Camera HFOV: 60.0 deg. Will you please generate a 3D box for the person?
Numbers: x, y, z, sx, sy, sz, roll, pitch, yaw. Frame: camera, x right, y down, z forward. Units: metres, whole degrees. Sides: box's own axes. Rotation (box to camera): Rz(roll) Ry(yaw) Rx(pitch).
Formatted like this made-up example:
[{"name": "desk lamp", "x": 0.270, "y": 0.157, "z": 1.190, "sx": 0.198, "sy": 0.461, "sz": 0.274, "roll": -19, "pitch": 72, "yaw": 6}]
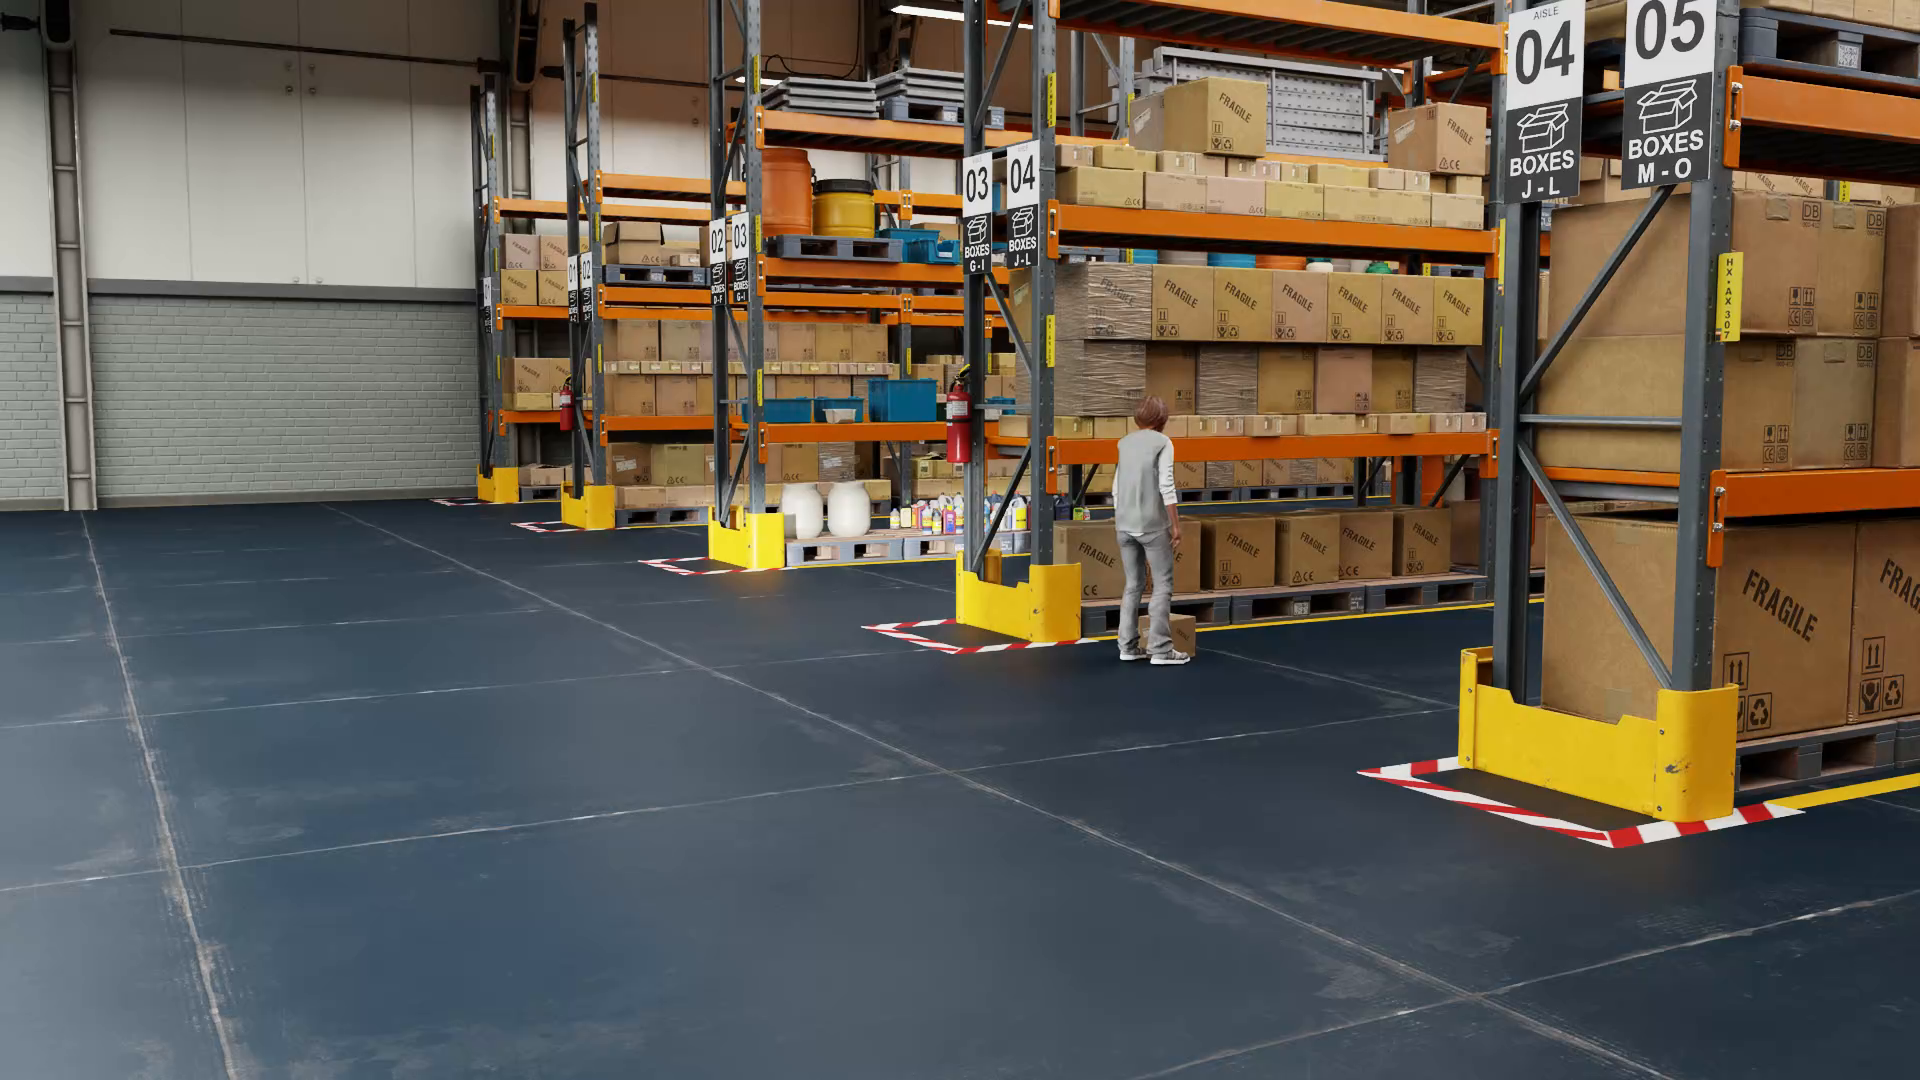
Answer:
[{"name": "person", "x": 1.111, "y": -0.062, "z": 9.901, "sx": 0.465, "sy": 1.592, "sz": 0.346, "roll": 5, "pitch": 7, "yaw": 45}]
